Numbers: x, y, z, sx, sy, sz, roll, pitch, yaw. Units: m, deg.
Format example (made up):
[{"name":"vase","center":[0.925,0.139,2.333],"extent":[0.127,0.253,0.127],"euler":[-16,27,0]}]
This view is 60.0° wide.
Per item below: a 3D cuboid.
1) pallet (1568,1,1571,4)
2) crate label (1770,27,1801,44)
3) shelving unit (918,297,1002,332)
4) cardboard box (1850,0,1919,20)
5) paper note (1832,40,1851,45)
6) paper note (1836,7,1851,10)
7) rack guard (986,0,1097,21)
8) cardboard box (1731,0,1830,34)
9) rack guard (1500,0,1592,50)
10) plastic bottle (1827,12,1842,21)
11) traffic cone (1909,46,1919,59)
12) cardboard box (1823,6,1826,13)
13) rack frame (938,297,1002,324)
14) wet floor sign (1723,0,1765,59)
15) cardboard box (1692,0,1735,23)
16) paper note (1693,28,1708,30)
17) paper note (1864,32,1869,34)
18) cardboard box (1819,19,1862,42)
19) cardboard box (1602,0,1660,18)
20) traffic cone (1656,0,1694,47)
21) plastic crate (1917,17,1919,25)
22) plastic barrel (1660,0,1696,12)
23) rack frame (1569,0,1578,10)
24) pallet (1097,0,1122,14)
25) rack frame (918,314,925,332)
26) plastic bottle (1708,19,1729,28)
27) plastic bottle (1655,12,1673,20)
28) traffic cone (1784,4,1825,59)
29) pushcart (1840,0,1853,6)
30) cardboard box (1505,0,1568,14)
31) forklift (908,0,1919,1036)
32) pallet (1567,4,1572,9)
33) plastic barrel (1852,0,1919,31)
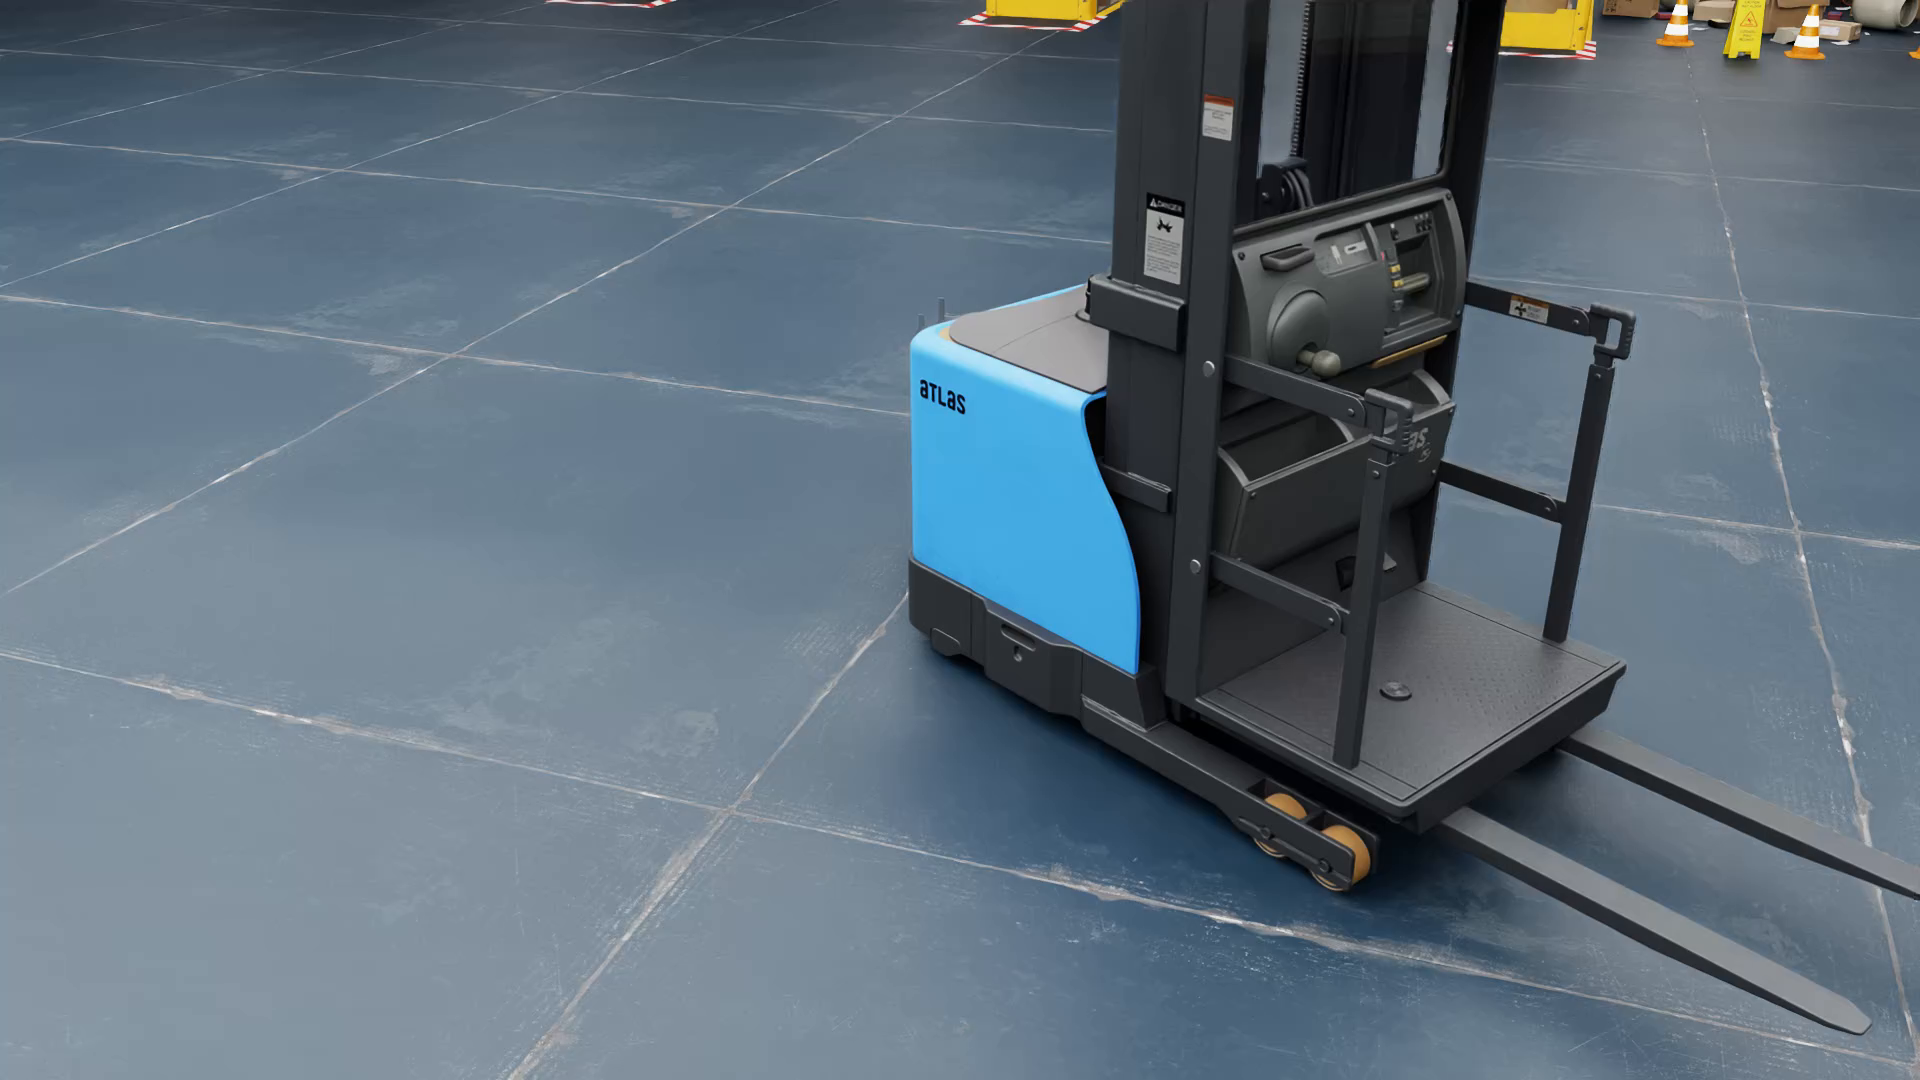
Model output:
[{"name":"pallet","center":[6.092,-5.789,17.964],"extent":[1.003,0.211,1.213],"euler":[9,27,17]},{"name":"crate label","center":[8.164,-4.957,16.330],"extent":[0.250,0.136,0.298],"euler":[-5,26,-9]},{"name":"shelving unit","center":[0.003,-0.408,6.061],"extent":[0.258,0.900,0.210],"euler":[9,27,17]},{"name":"cardboard box","center":[9.885,-5.805,17.663],"extent":[0.500,0.500,0.500],"euler":[-14,29,-27]},{"name":"paper note","center":[8.631,-4.869,16.271],"extent":[0.148,0.019,0.142],"euler":[0,26,-1]},{"name":"paper note","center":[9.740,-5.865,18.329],"extent":[0.148,0.019,0.142],"euler":[9,27,17]},{"name":"rack guard","center":[0.874,-5.871,17.803],"extent":[1.175,0.500,0.348],"euler":[9,27,17]},{"name":"cardboard box","center":[8.391,-5.494,17.019],"extent":[0.797,0.503,0.637],"euler":[-9,27,-18]},{"name":"rack guard","center":[5.484,-5.070,16.147],"extent":[1.175,0.500,0.348],"euler":[9,27,17]},{"name":"plastic bottle","center":[9.327,-5.591,17.727],"extent":[0.133,0.061,0.283],"euler":[14,29,26]},{"name":"traffic cone","center":[9.121,-4.750,15.530],"extent":[0.336,0.463,0.334],"euler":[9,27,17]},{"name":"cardboard box","center":[9.230,-5.918,18.168],"extent":[0.258,0.266,0.396],"euler":[-9,27,-18]},{"name":"rack frame","center":[0.037,-0.450,6.147],"extent":[0.240,0.900,0.006],"euler":[9,27,17]},{"name":"wet floor sign","center":[7.350,-4.846,15.518],"extent":[0.267,0.644,0.232],"euler":[4,26,8]},{"name":"cardboard box","center":[7.988,-5.644,17.603],"extent":[0.396,0.266,0.258],"euler":[14,29,26]},{"name":"paper note","center":[7.601,-5.248,17.057],"extent":[0.144,0.017,0.142],"euler":[20,32,35]},{"name":"paper note","center":[9.175,-5.125,16.823],"extent":[0.032,0.001,0.123],"euler":[9,27,17]},{"name":"cardboard box","center":[8.725,-5.076,16.564],"extent":[0.250,0.149,0.380],"euler":[-20,33,-36]},{"name":"cardboard box","center":[7.275,-5.938,17.937],"extent":[0.500,0.500,0.500],"euler":[14,29,26]},{"name":"traffic cone","center":[7.008,-5.075,16.201],"extent":[0.336,0.463,0.334],"euler":[9,27,17]},{"name":"plastic crate","center":[10.229,-5.332,17.170],"extent":[0.402,0.080,0.583],"euler":[0,26,-1]},{"name":"plastic barrel","center":[7.893,-6.000,18.157],"extent":[0.421,0.421,0.512],"euler":[-14,29,-27]},{"name":"rack frame","center":[5.492,-6.204,15.622],"extent":[1.000,3.000,0.127],"euler":[9,27,17]},{"name":"pallet","center":[1.178,-6.070,18.545],"extent":[1.003,0.211,1.213],"euler":[9,27,17]},{"name":"rack frame","center":[-0.031,-0.367,5.974],"extent":[0.240,0.900,0.006],"euler":[9,27,17]},{"name":"plastic bottle","center":[7.858,-5.366,17.262],"extent":[0.133,0.061,0.283],"euler":[0,26,-1]},{"name":"plastic bottle","center":[7.566,-5.579,17.703],"extent":[0.283,0.061,0.133],"euler":[0,26,-1]},{"name":"traffic cone","center":[7.961,-4.771,15.574],"extent":[0.336,0.463,0.334],"euler":[9,27,17]},{"name":"pushcart","center":[9.358,-6.302,18.832],"extent":[1.648,0.377,0.936],"euler":[0,26,-1]},{"name":"cardboard box","center":[5.656,-5.725,16.589],"extent":[0.875,0.875,0.875],"euler":[9,27,18]},{"name":"forklift","center":[1.179,-0.652,4.234],"extent":[1.130,2.935,3.031],"euler":[-21,33,-36]},{"name":"pallet","center":[5.685,-5.289,16.932],"extent":[1.003,0.211,1.213],"euler":[9,27,17]},{"name":"plastic barrel","center":[9.454,-5.437,16.994],"extent":[0.421,0.421,0.512],"euler":[-14,29,-27]}]
